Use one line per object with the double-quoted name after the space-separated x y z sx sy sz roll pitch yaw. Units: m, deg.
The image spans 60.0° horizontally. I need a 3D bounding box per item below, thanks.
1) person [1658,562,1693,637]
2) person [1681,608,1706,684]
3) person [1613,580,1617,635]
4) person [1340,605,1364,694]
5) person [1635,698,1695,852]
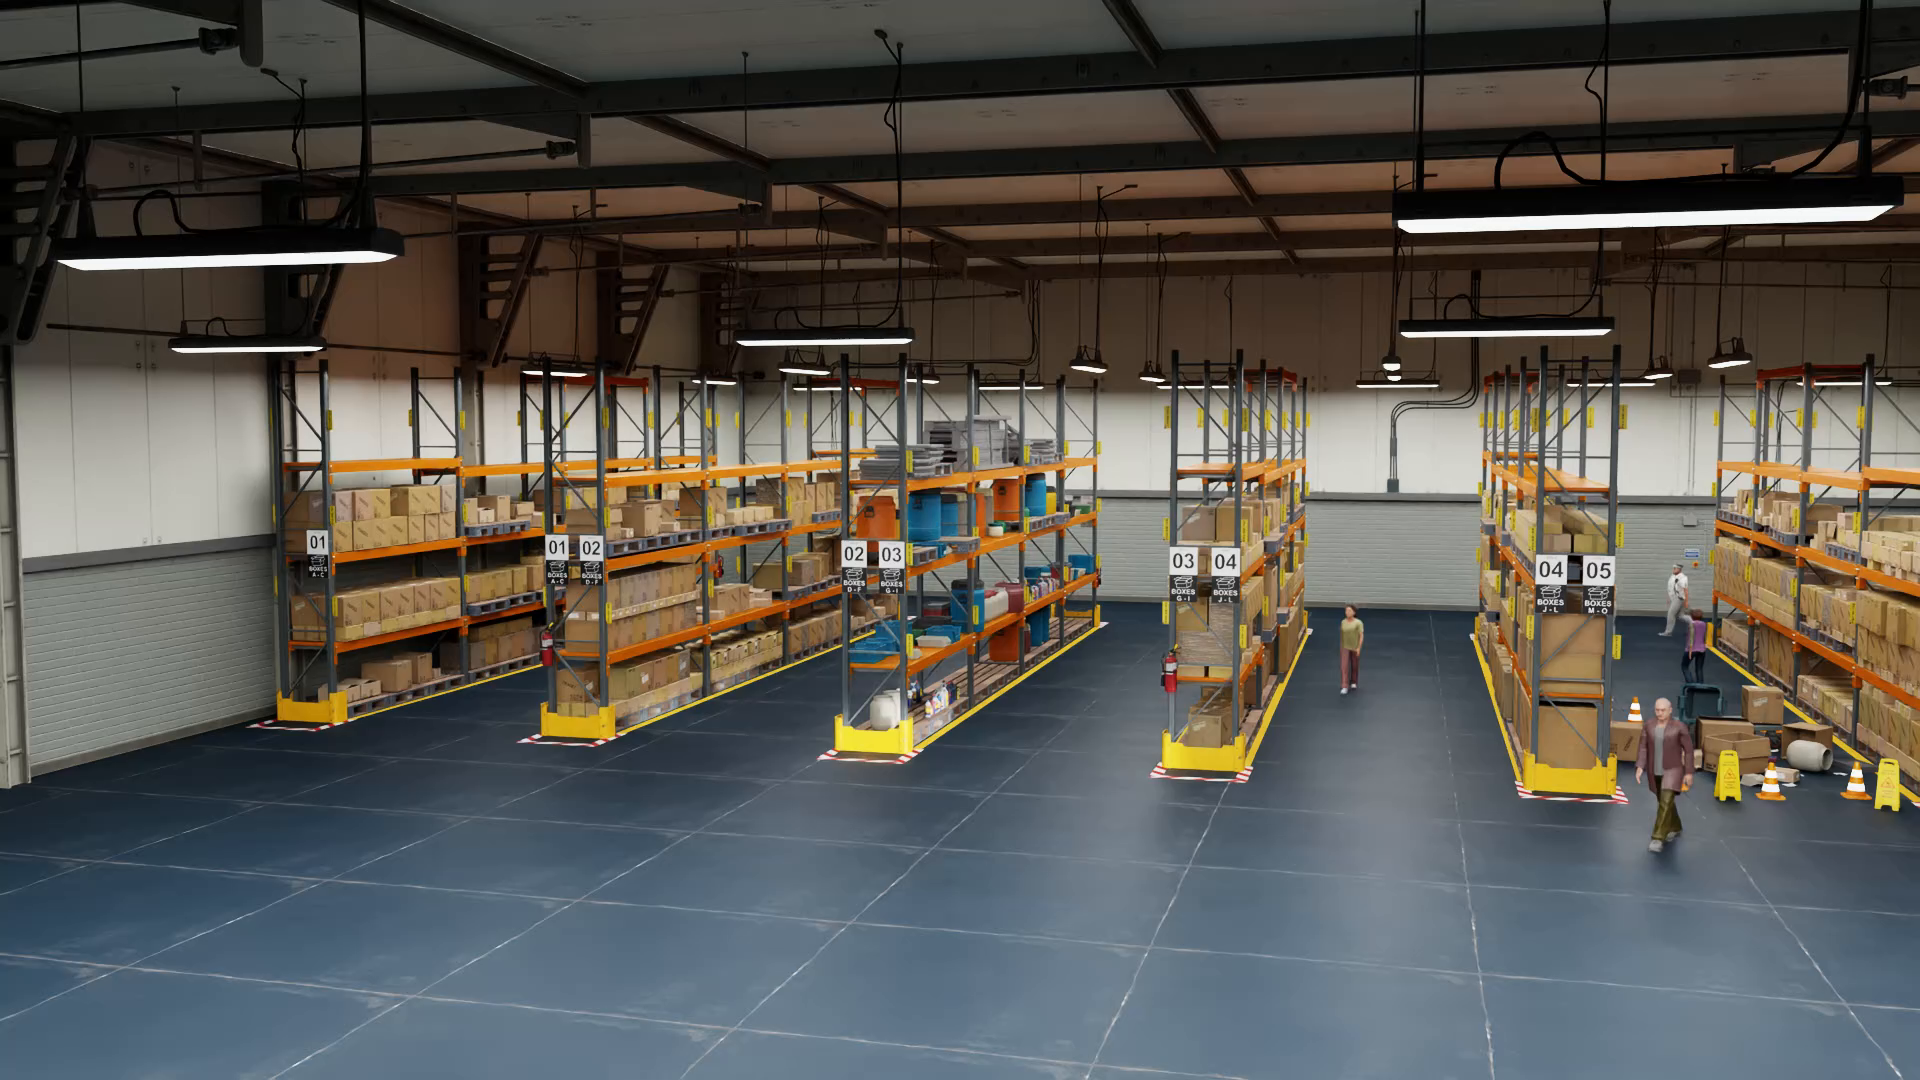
16.635 1.364 38.433 0.991 1.727 0.535 0 4 5 "person"
13.347 2.035 30.102 0.420 1.589 0.485 -1 4 -7 "person"
14.328 1.530 36.744 0.488 1.678 0.399 -3 5 -37 "person"
7.177 1.990 30.466 0.436 1.604 1.064 1 4 17 "person"
8.195 2.711 19.422 1.060 1.732 0.607 -3 5 -35 "person"
